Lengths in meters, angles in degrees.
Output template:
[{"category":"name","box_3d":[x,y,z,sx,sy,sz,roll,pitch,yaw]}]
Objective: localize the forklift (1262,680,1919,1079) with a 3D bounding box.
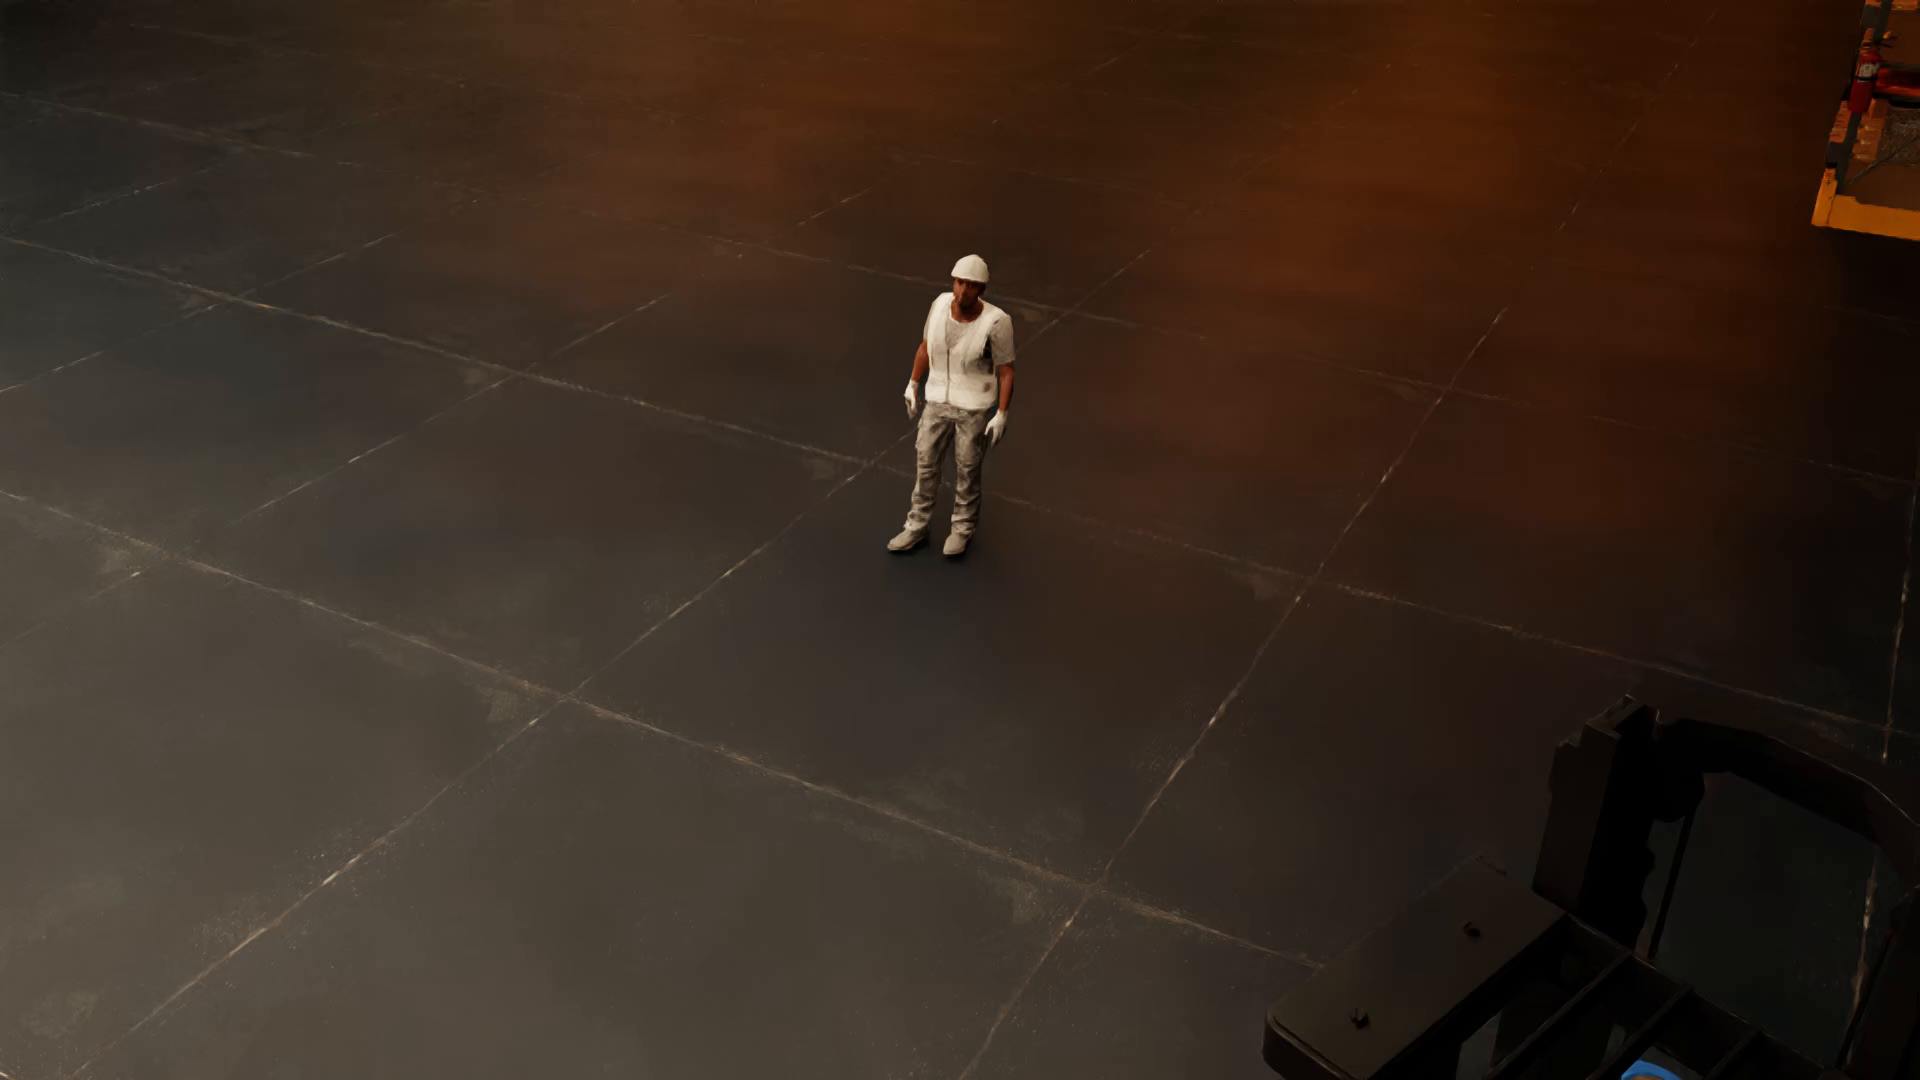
[{"category":"forklift","box_3d":[1.302,1.902,3.776,3.031,2.935,1.130,-24,37,-35]}]

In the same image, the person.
[{"category":"person","box_3d":[-0.042,-0.749,9.502,0.655,1.782,0.576,15,33,25]}]
